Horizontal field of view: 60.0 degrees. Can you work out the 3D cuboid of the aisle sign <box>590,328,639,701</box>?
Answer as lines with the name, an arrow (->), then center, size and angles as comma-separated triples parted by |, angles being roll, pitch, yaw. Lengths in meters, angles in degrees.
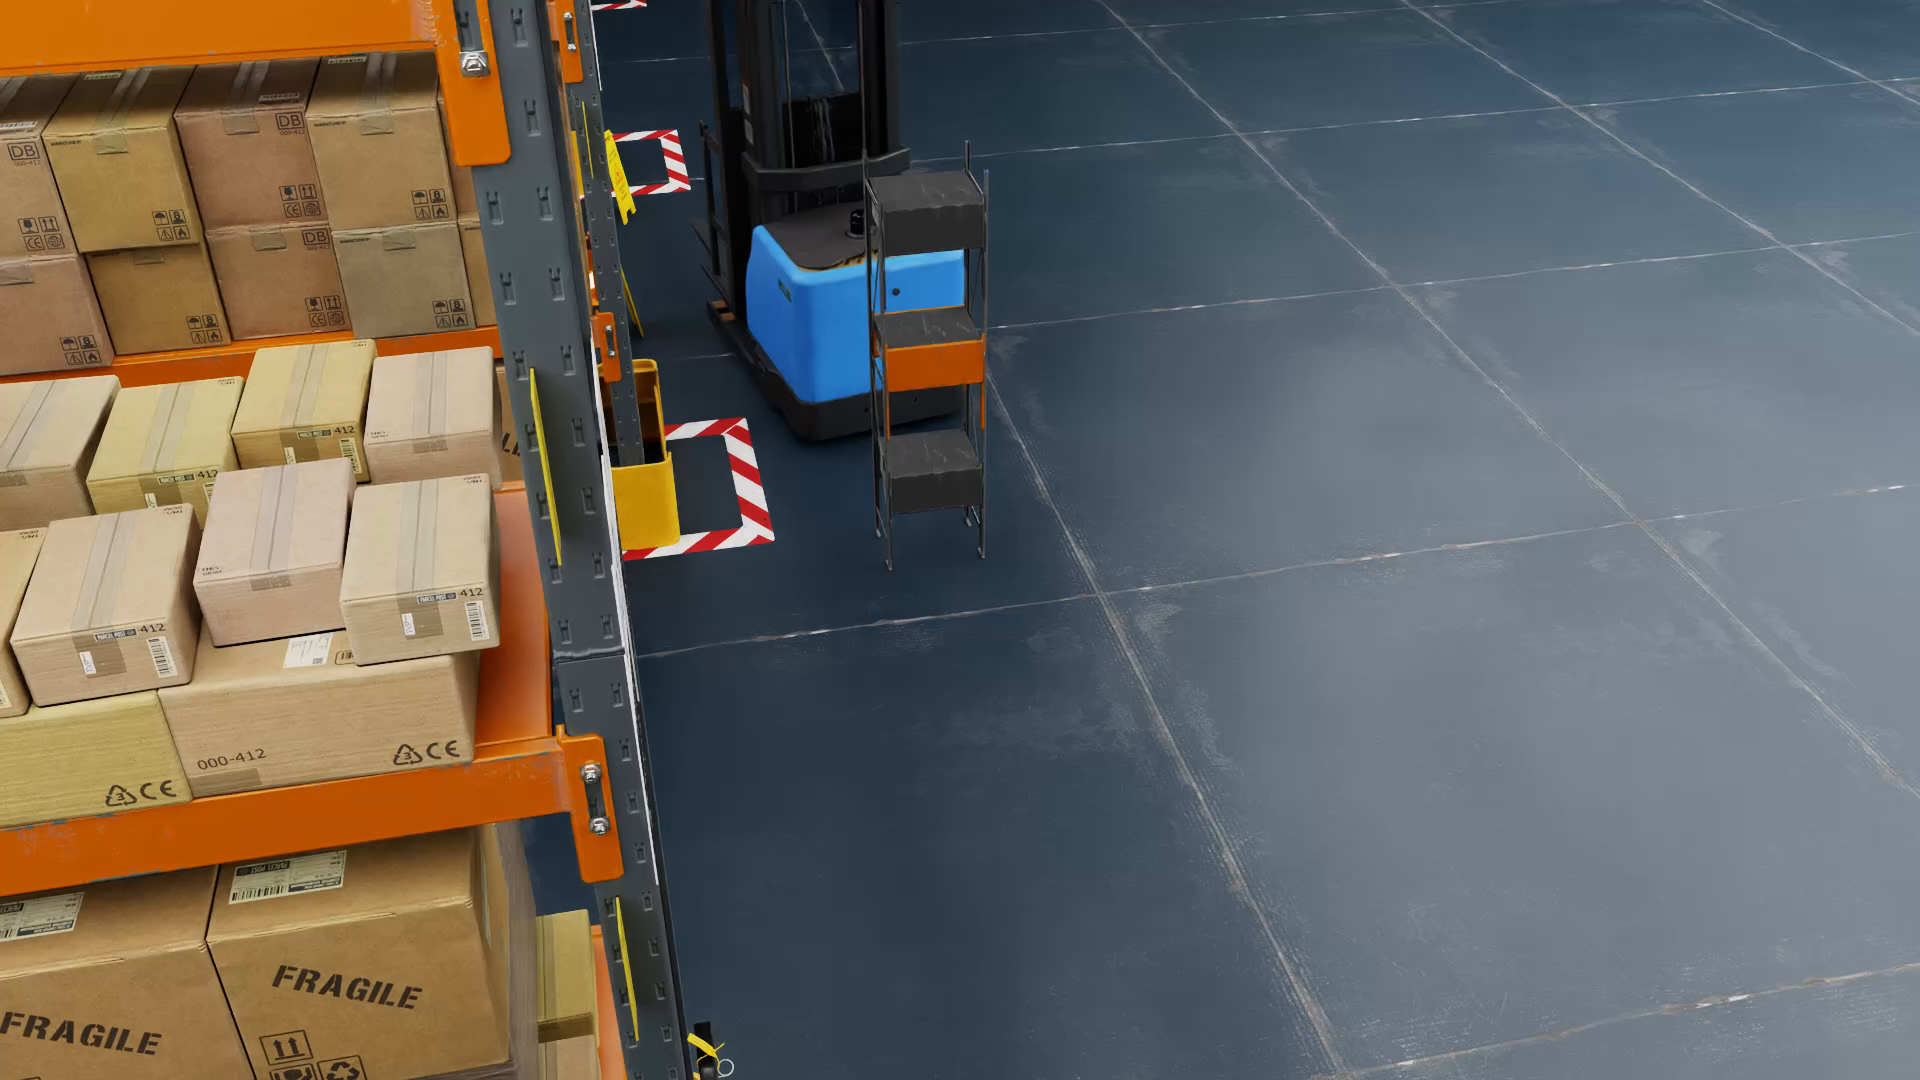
aisle sign -> -0.792, -0.058, 3.812 | 0.004, 0.787, 0.394 | -7, 35, -11

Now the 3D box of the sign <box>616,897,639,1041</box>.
sign -> -0.683, 0.884, 3.418 | 0.005, 0.325, 0.100 | -7, 35, -11

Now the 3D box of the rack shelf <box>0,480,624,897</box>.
rack shelf -> -2.737, 0.491, 3.280 | 4.000, 0.370, 1.077 | -7, 35, -11

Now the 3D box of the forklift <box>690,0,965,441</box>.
forklift -> -0.997, -2.594, 9.985 | 1.130, 2.935, 3.031 | -13, 36, -19

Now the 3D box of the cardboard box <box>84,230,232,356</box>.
cardboard box -> -3.747, -1.341, 7.921 | 0.500, 0.550, 0.875 | -7, 35, -11

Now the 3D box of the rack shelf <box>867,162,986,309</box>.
rack shelf -> -0.161, -1.421, 7.752 | 0.480, 0.518, 0.431 | -7, 35, -11

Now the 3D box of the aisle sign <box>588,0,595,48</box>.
aisle sign -> -1.779, -2.768, 7.849 | 0.004, 0.787, 0.394 | -7, 35, -11

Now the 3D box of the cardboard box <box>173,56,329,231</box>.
cardboard box -> -3.245, -1.890, 7.770 | 0.550, 0.550, 0.875 | -7, 35, -11

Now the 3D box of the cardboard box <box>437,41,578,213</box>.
cardboard box -> -2.152, -2.003, 7.938 | 0.550, 0.550, 0.875 | -7, 35, -11

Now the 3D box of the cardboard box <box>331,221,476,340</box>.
cardboard box -> -2.665, -1.429, 8.053 | 0.550, 0.550, 0.875 | -7, 35, -11

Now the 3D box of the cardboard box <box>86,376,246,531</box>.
cardboard box -> -1.599, -0.172, 3.399 | 0.250, 0.149, 0.380 | -8, 35, -11

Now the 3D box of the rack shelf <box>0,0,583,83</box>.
rack shelf -> -3.733, -2.217, 7.316 | 4.000, 0.370, 1.077 | -7, 35, -11

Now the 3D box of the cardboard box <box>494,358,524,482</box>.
cardboard box -> -2.429, -0.689, 8.615 | 0.875, 0.875, 0.875 | -7, 34, -10

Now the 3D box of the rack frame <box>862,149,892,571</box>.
rack frame -> -0.399, -0.822, 8.090 | 0.015, 2.100, 0.400 | -7, 35, -11

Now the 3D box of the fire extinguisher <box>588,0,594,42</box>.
fire extinguisher -> -2.759, -3.926, 11.978 | 0.183, 0.674, 0.296 | -7, 35, -11

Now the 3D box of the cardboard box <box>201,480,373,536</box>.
cardboard box -> -1.313, -0.073, 3.609 | 0.500, 0.250, 0.500 | -6, 34, -9

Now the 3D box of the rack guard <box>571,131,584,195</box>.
rack guard -> -3.046, -3.147, 12.991 | 0.348, 0.500, 1.175 | -7, 35, -11

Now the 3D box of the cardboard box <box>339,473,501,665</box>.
cardboard box -> -0.988, 0.047, 3.073 | 0.250, 0.149, 0.380 | -7, 35, -11

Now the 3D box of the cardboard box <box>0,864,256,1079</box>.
cardboard box -> -1.755, 0.878, 3.496 | 0.500, 0.500, 0.500 | -7, 35, -11

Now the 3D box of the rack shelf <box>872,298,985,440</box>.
rack shelf -> -0.161, -0.840, 8.142 | 0.480, 0.518, 0.431 | -7, 35, -11

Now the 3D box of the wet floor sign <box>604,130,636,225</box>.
wet floor sign -> -2.551, -2.658, 12.133 | 0.232, 0.644, 0.267 | 4, 34, 6

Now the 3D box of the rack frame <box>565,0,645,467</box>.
rack frame -> -1.782, -1.516, 8.318 | 0.127, 3.000, 1.000 | -7, 35, -11

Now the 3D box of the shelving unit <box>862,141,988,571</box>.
shelving unit -> -0.161, -0.852, 8.135 | 0.503, 2.100, 0.431 | -7, 35, -11

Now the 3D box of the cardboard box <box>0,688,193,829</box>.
cardboard box -> -1.687, 0.269, 3.100 | 0.500, 0.250, 0.500 | -7, 34, -10

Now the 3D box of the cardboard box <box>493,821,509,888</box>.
cardboard box -> -1.383, 0.531, 4.013 | 0.500, 0.500, 0.500 | -7, 35, -11

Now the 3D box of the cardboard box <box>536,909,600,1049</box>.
cardboard box -> -1.117, 1.202, 4.493 | 0.250, 0.149, 0.380 | -7, 35, -11

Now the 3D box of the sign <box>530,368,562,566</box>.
sign -> -0.683, -0.117, 2.746 | 0.005, 0.325, 0.100 | -7, 35, -11

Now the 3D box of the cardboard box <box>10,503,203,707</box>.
cardboard box -> -1.511, 0.108, 2.982 | 0.250, 0.149, 0.380 | -9, 35, -13

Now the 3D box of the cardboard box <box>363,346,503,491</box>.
cardboard box -> -1.106, -0.249, 3.514 | 0.250, 0.149, 0.380 | -7, 35, -11

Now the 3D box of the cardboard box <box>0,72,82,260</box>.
cardboard box -> -4.248, -1.684, 7.465 | 0.550, 0.550, 0.875 | -7, 35, -11

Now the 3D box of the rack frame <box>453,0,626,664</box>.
rack frame -> -0.786, -1.299, 2.610 | 0.127, 3.000, 1.000 | -7, 35, -11
